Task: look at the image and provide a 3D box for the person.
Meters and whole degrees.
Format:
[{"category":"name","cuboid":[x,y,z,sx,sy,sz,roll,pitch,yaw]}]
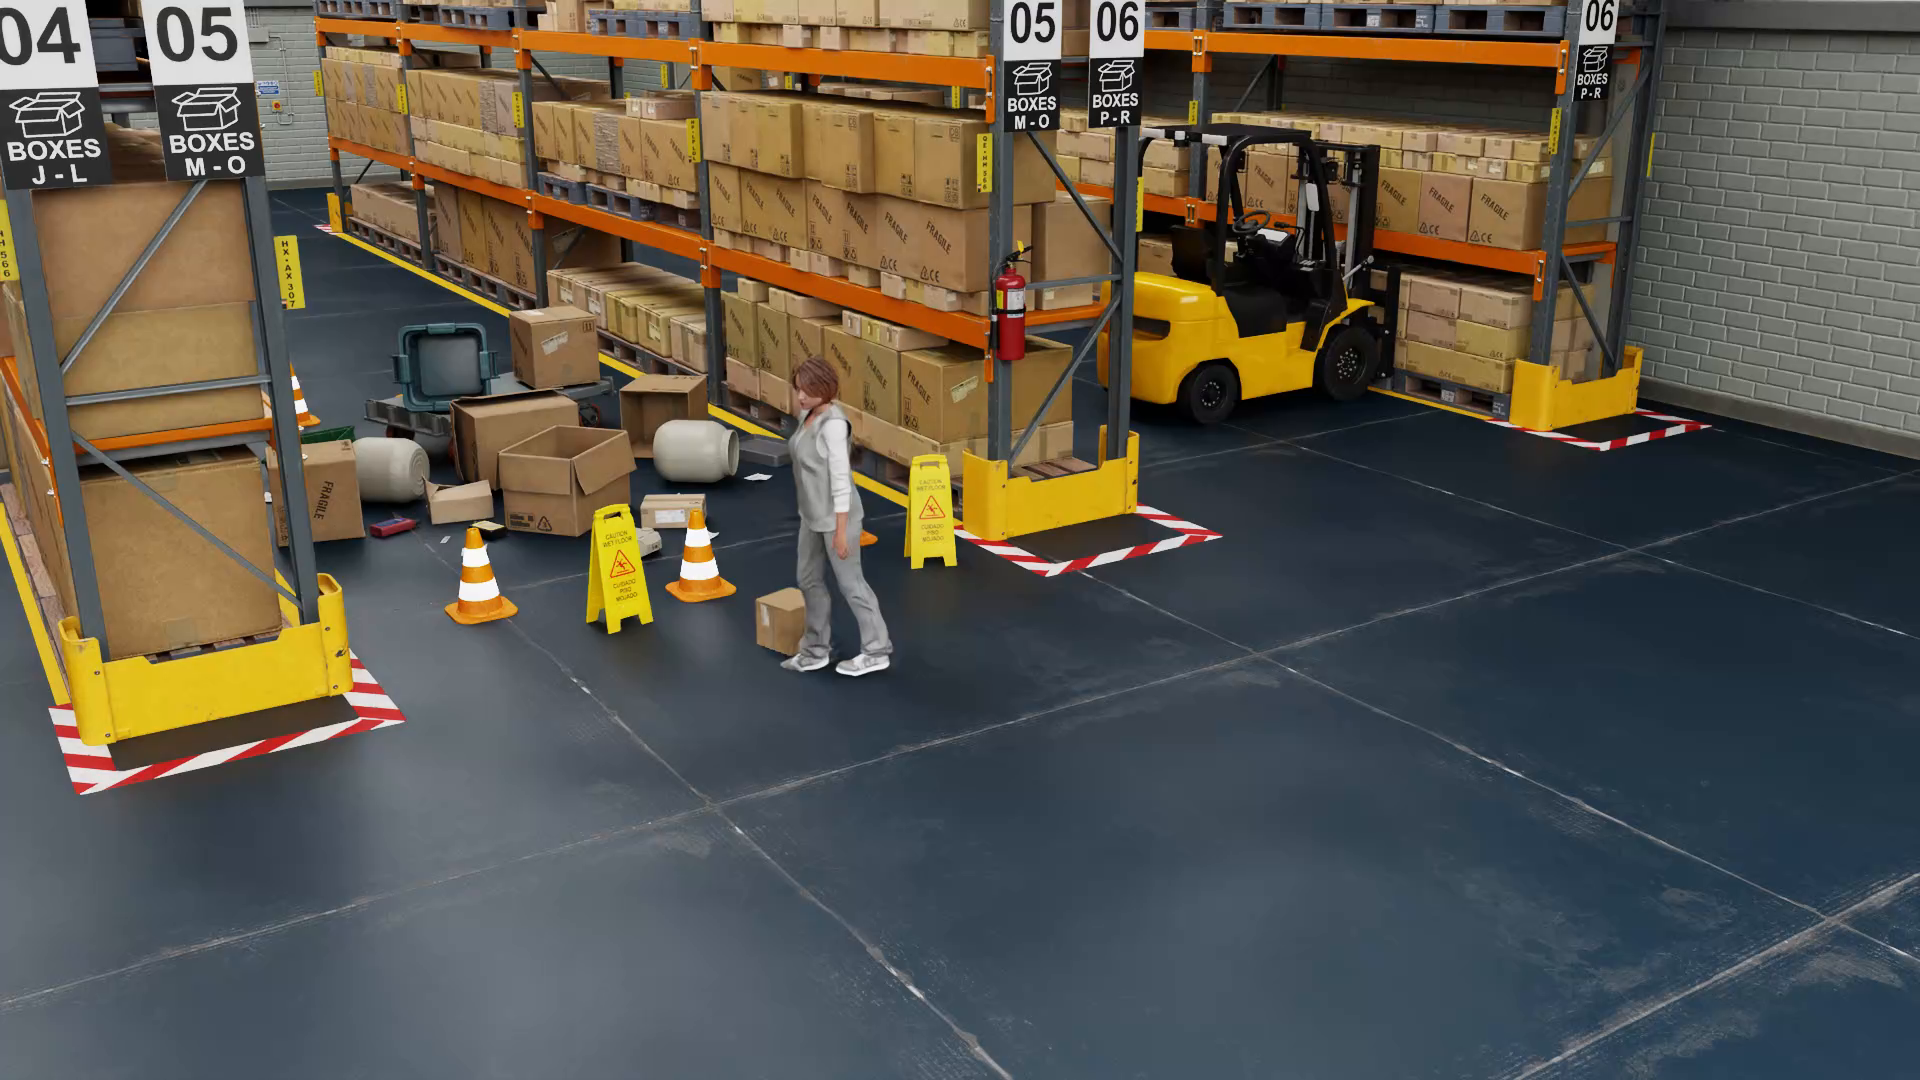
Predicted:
[{"category":"person","cuboid":[-0.571,-0.076,7.861,0.487,1.621,0.530,-8,20,-23]}]
